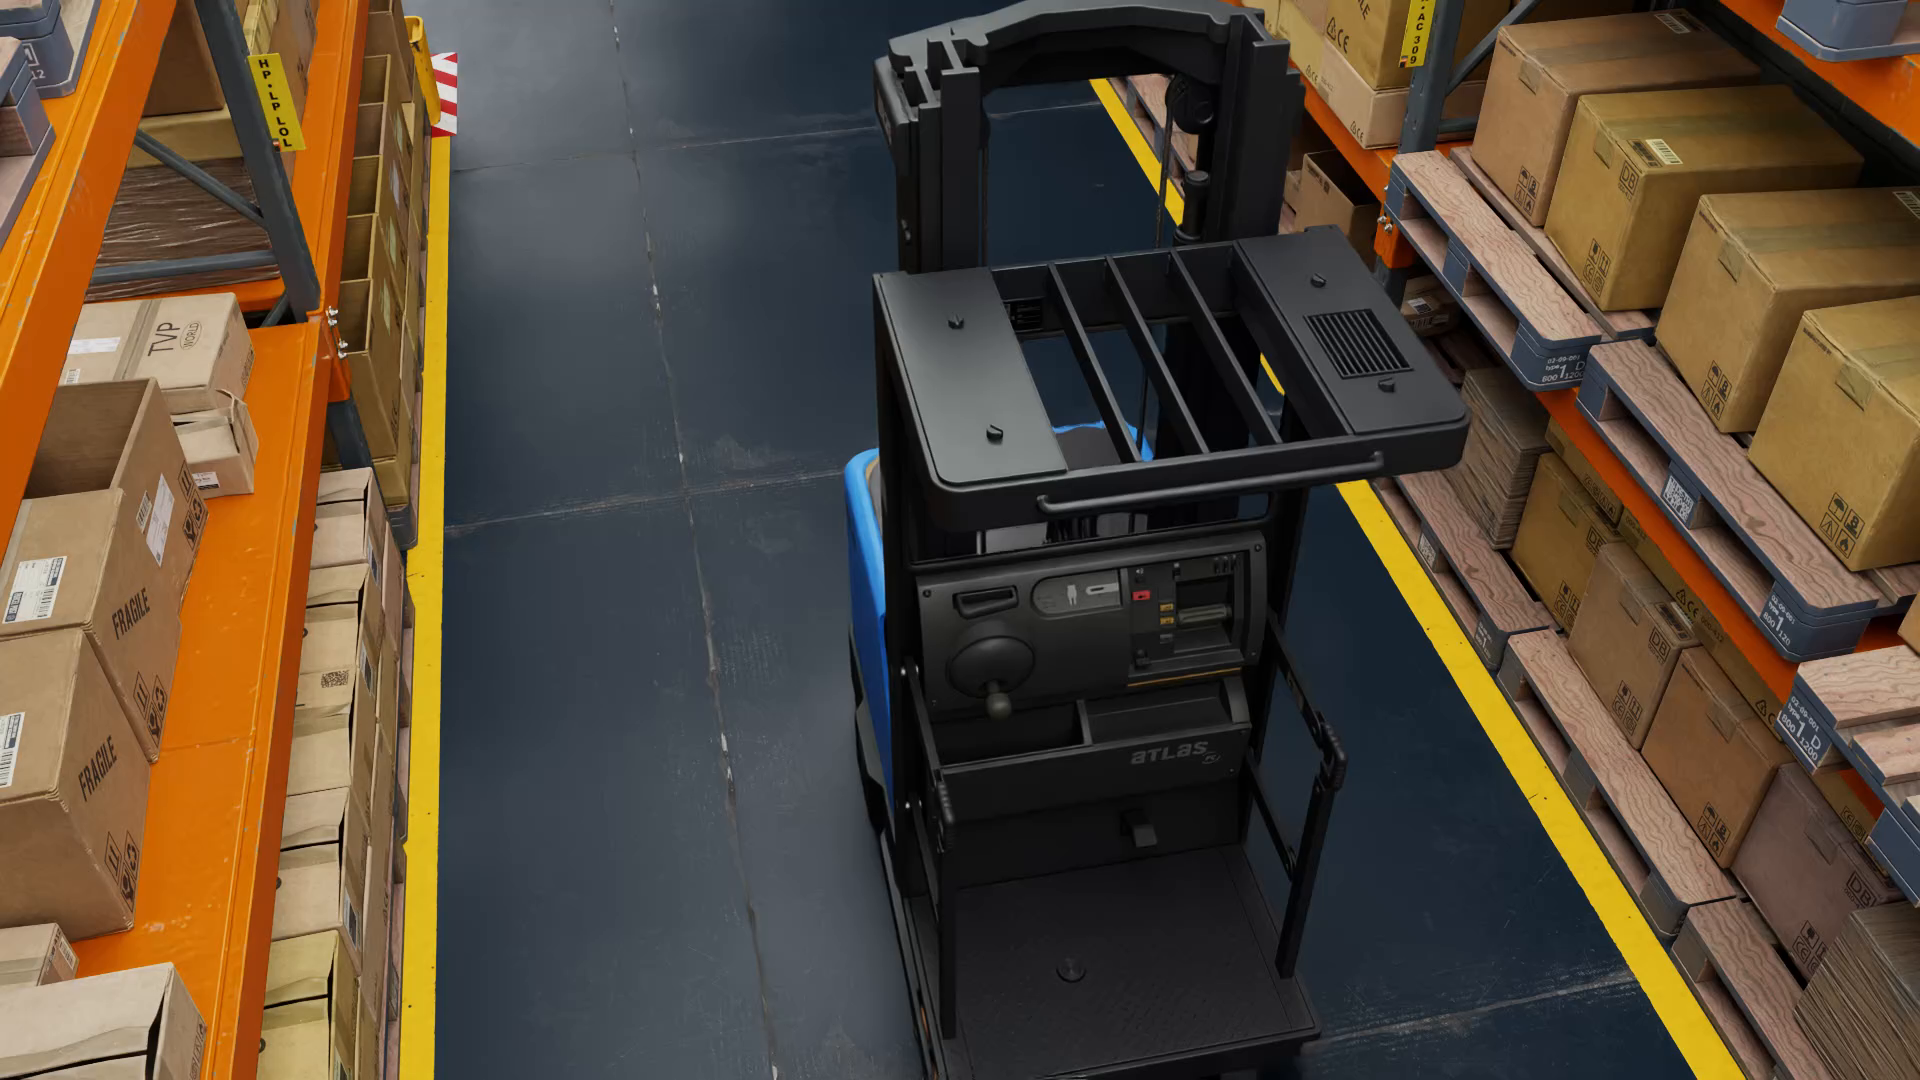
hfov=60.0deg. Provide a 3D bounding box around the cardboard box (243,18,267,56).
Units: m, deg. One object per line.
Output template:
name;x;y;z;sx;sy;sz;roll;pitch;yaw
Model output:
cardboard box;-2.655;-1.694;5.834;0.380;0.149;0.250;-9;42;-10

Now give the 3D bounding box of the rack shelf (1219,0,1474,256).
rack shelf;1.730;-2.621;7.986;1.077;0.370;4.000;-8;42;-9

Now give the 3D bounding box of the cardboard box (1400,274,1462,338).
cardboard box;2.017;-1.041;7.467;0.380;0.166;0.250;-14;43;-15

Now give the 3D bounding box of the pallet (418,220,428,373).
pallet;-3.072;-1.153;7.890;1.003;0.211;1.213;-8;42;-9

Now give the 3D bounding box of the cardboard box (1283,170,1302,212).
cardboard box;1.836;-1.732;8.258;0.380;0.149;0.250;-12;43;-13

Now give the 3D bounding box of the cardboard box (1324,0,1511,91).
cardboard box;1.758;-2.088;6.376;0.500;0.500;0.500;-8;42;-9

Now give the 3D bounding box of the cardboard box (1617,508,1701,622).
cardboard box;2.552;-0.008;5.486;0.500;0.250;0.500;-9;42;-11

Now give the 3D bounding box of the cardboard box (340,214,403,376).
cardboard box;-2.584;-0.959;6.761;0.500;0.500;0.500;-8;42;-9

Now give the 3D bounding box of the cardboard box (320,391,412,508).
cardboard box;-2.478;-0.355;6.645;0.500;0.250;0.500;-8;42;-9

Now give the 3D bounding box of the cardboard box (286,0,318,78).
cardboard box;-3.112;-2.205;6.899;0.700;0.500;0.500;-7;42;-8

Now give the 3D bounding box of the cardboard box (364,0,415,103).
cardboard box;-3.131;-2.579;8.586;0.500;0.500;0.500;-8;42;-9

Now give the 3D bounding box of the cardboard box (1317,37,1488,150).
cardboard box;1.764;-1.809;6.626;0.500;0.250;0.500;-8;42;-9

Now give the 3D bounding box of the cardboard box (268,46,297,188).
cardboard box;-2.896;-1.547;6.158;0.700;0.500;0.500;-9;42;-10

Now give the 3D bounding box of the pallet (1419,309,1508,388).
pallet;1.983;-0.981;7.697;1.003;0.211;1.213;-8;42;-9

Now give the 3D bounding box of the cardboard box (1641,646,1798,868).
cardboard box;2.687;0.641;5.320;0.700;0.500;0.500;-9;42;-10

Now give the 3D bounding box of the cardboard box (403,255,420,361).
cardboard box;-2.684;-1.004;7.377;0.500;0.250;0.500;-8;42;-9

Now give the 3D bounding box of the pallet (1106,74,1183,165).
pallet;1.456;-2.563;9.478;1.003;0.211;1.213;-8;42;-9

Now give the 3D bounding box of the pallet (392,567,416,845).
pallet;-2.477;0.633;5.878;1.003;0.211;1.213;-8;42;-9

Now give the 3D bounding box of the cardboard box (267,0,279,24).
cardboard box;-2.765;-2.026;6.209;0.380;0.149;0.250;-10;43;-11

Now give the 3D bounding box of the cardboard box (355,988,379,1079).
cardboard box;-1.864;1.539;4.512;0.500;0.250;0.500;-9;42;-10

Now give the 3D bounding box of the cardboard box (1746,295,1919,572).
cardboard box;2.624;-0.311;4.434;0.700;0.500;0.500;-8;42;-9

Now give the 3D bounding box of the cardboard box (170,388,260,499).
cardboard box;-2.305;-0.288;4.916;0.396;0.266;0.258;-9;42;-10

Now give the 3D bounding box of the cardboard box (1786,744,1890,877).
cardboard box;2.757;0.651;4.744;0.500;0.250;0.500;-8;42;-8

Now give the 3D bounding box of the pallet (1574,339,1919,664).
pallet;2.558;-0.207;4.868;1.003;0.211;1.213;-8;42;-9

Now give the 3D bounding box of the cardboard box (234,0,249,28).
cardboard box;-2.886;-2.018;5.712;0.700;0.500;0.500;-8;42;-9

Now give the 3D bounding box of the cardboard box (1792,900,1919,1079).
cardboard box;2.819;1.310;4.566;0.700;0.500;0.500;-8;42;-9

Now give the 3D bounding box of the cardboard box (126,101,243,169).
cardboard box;-2.543;-1.364;5.463;0.380;0.149;0.250;-8;42;-9

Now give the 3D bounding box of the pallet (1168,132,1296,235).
pallet;1.716;-1.774;8.589;1.003;0.211;1.213;-8;42;-9

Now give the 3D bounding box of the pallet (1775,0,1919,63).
pallet;2.418;-1.558;4.128;1.213;0.211;1.003;-8;42;-9

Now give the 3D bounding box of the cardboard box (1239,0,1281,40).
cardboard box;1.541;-2.457;7.356;0.500;0.250;0.500;-9;42;-10

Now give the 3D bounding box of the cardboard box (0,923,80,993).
cardboard box;-2.141;0.986;3.569;0.380;0.149;0.250;-5;42;-6

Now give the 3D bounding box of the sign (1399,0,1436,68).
sign;1.634;-1.835;5.906;0.100;0.325;0.005;-8;42;-9

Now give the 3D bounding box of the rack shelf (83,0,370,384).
rack shelf;-3.106;-1.909;7.183;1.077;0.370;4.000;-8;42;-9

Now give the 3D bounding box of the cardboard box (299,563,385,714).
cardboard box;-2.188;0.337;5.443;0.500;0.311;0.500;-7;42;-8

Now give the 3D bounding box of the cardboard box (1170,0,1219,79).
cardboard box;1.360;-2.884;9.434;0.500;0.311;0.500;-13;43;-14

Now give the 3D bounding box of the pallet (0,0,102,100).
pallet;-2.471;-1.362;3.910;0.805;0.209;1.217;-10;43;-11

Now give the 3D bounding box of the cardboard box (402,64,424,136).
cardboard box;-3.133;-2.298;8.834;0.500;0.250;0.500;-8;42;-9

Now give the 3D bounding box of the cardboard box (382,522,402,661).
cardboard box;-2.301;0.217;6.001;0.500;0.250;0.500;-9;42;-10

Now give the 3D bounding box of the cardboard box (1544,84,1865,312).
cardboard box;2.352;-1.098;5.321;0.700;0.500;0.500;-4;42;-5

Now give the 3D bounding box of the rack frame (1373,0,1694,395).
rack frame;2.162;-1.594;6.286;1.000;3.000;0.127;-8;42;-9

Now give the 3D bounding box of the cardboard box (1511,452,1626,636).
cardboard box;2.498;-0.021;6.066;0.700;0.500;0.500;-9;42;-10

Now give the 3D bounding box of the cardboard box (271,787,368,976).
cardboard box;-1.978;0.988;4.710;0.500;0.311;0.500;-9;42;-10

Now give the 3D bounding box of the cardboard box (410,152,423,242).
cardboard box;-2.904;-1.652;8.106;0.500;0.250;0.500;-8;42;-9

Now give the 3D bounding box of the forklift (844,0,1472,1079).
forklift;0.397;0.310;4.193;1.130;2.935;3.031;-8;42;-8

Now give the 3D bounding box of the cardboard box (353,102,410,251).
cardboard box;-2.794;-1.608;7.492;0.500;0.500;0.500;-8;42;-9

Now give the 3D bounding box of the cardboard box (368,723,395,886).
cardboard box;-2.083;0.876;5.258;0.500;0.250;0.500;-7;42;-8

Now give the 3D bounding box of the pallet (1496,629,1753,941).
pallet;2.598;0.746;5.751;1.003;0.211;1.213;-8;42;-9

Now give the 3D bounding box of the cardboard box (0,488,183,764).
cardboard box;-2.302;0.247;4.137;0.500;0.500;0.500;-8;42;-9
